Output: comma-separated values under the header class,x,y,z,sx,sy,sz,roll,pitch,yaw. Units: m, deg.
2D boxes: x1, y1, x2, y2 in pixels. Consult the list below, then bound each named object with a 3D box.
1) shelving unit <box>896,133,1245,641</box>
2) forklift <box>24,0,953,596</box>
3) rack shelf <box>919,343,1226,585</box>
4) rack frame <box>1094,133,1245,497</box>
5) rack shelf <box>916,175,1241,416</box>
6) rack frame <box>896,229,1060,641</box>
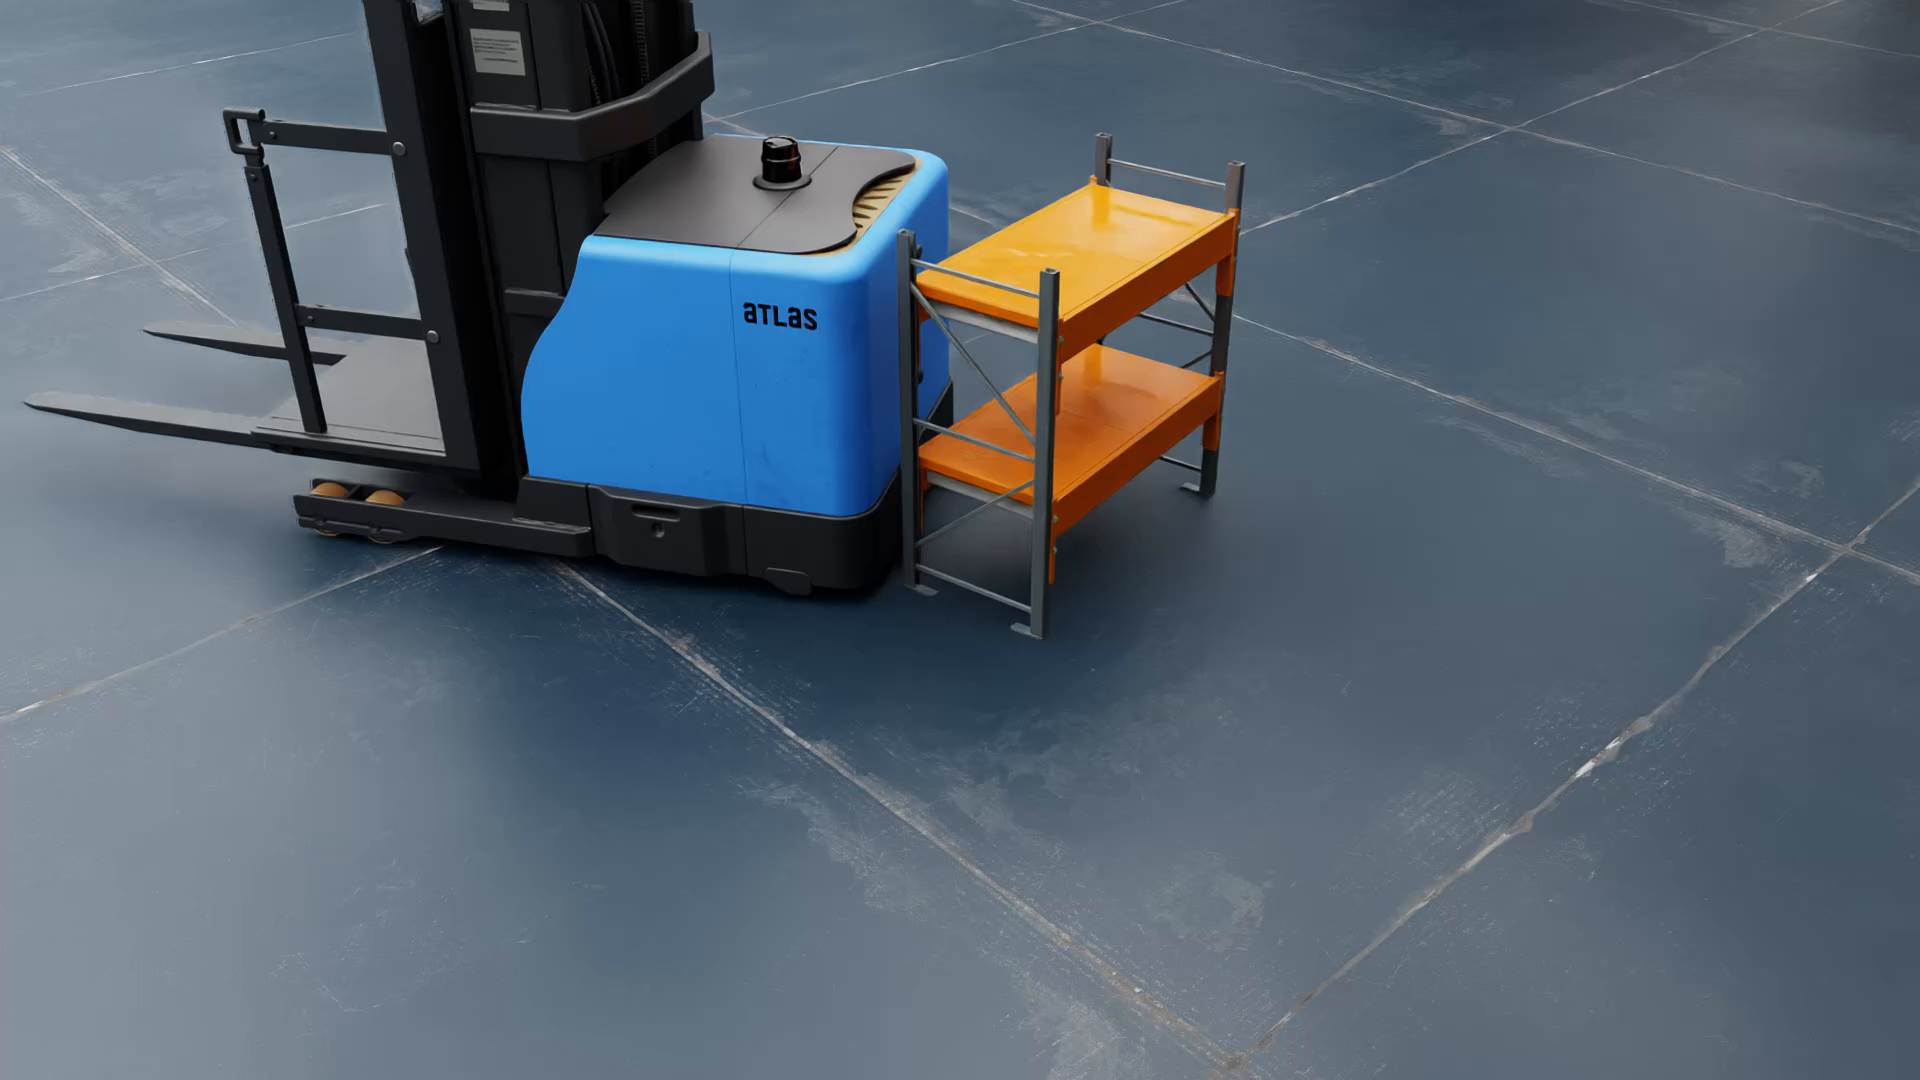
class,x,y,z,sx,sy,sz,roll,pitch,yaw
shelving unit,0.337,-0.488,4.969,0.538,1.125,1.048,20,37,30
forklift,-1.597,-1.494,4.884,3.031,2.935,1.130,8,32,12
rack shelf,0.337,-0.279,5.097,0.538,0.278,1.000,20,37,30
rack frame,0.632,-0.703,5.322,0.500,1.125,0.032,20,37,30
rack shelf,0.337,-0.737,4.816,0.538,0.278,1.000,20,37,30
rack frame,0.042,-0.272,4.616,0.500,1.125,0.032,20,37,30
